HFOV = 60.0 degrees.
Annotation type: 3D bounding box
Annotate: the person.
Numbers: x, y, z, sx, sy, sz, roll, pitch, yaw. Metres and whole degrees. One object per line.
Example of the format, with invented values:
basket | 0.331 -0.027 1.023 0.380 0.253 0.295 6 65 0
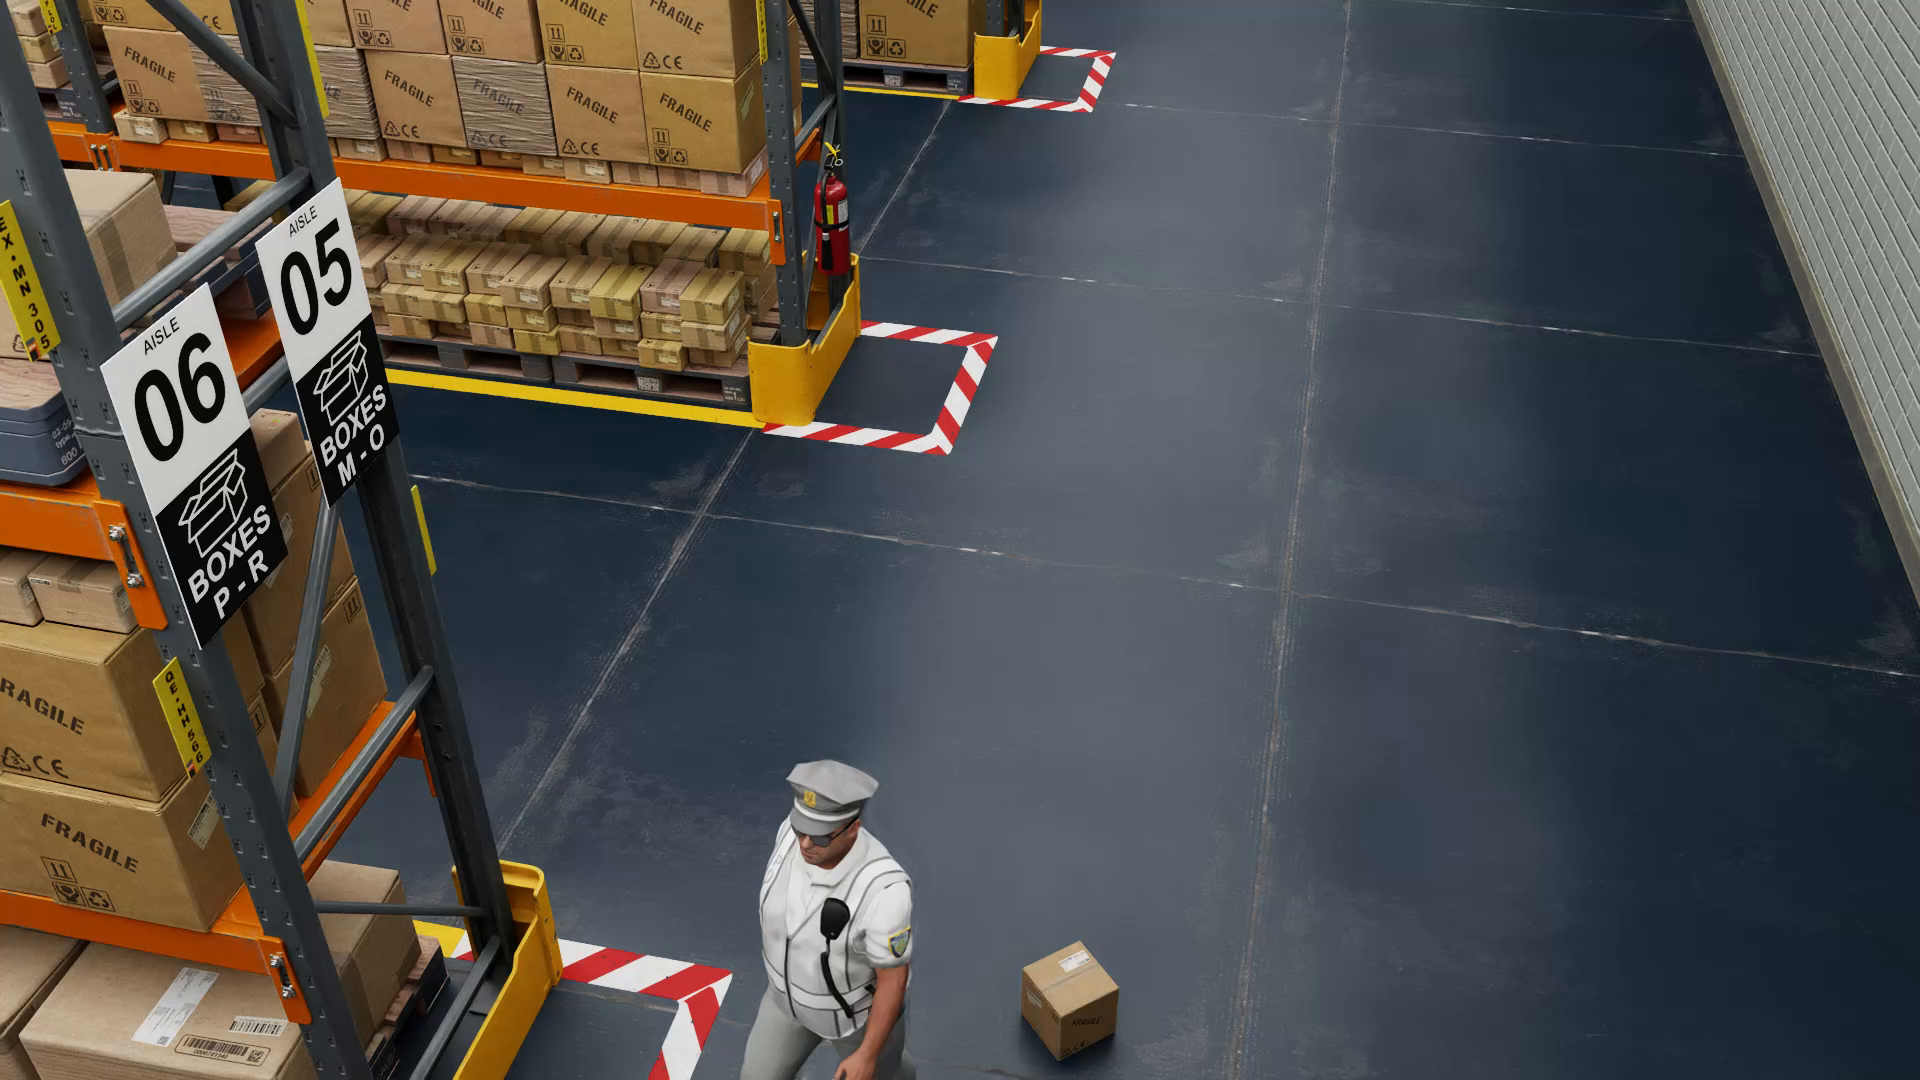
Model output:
person | -0.415 1.418 5.049 0.590 1.840 0.683 24 43 29
